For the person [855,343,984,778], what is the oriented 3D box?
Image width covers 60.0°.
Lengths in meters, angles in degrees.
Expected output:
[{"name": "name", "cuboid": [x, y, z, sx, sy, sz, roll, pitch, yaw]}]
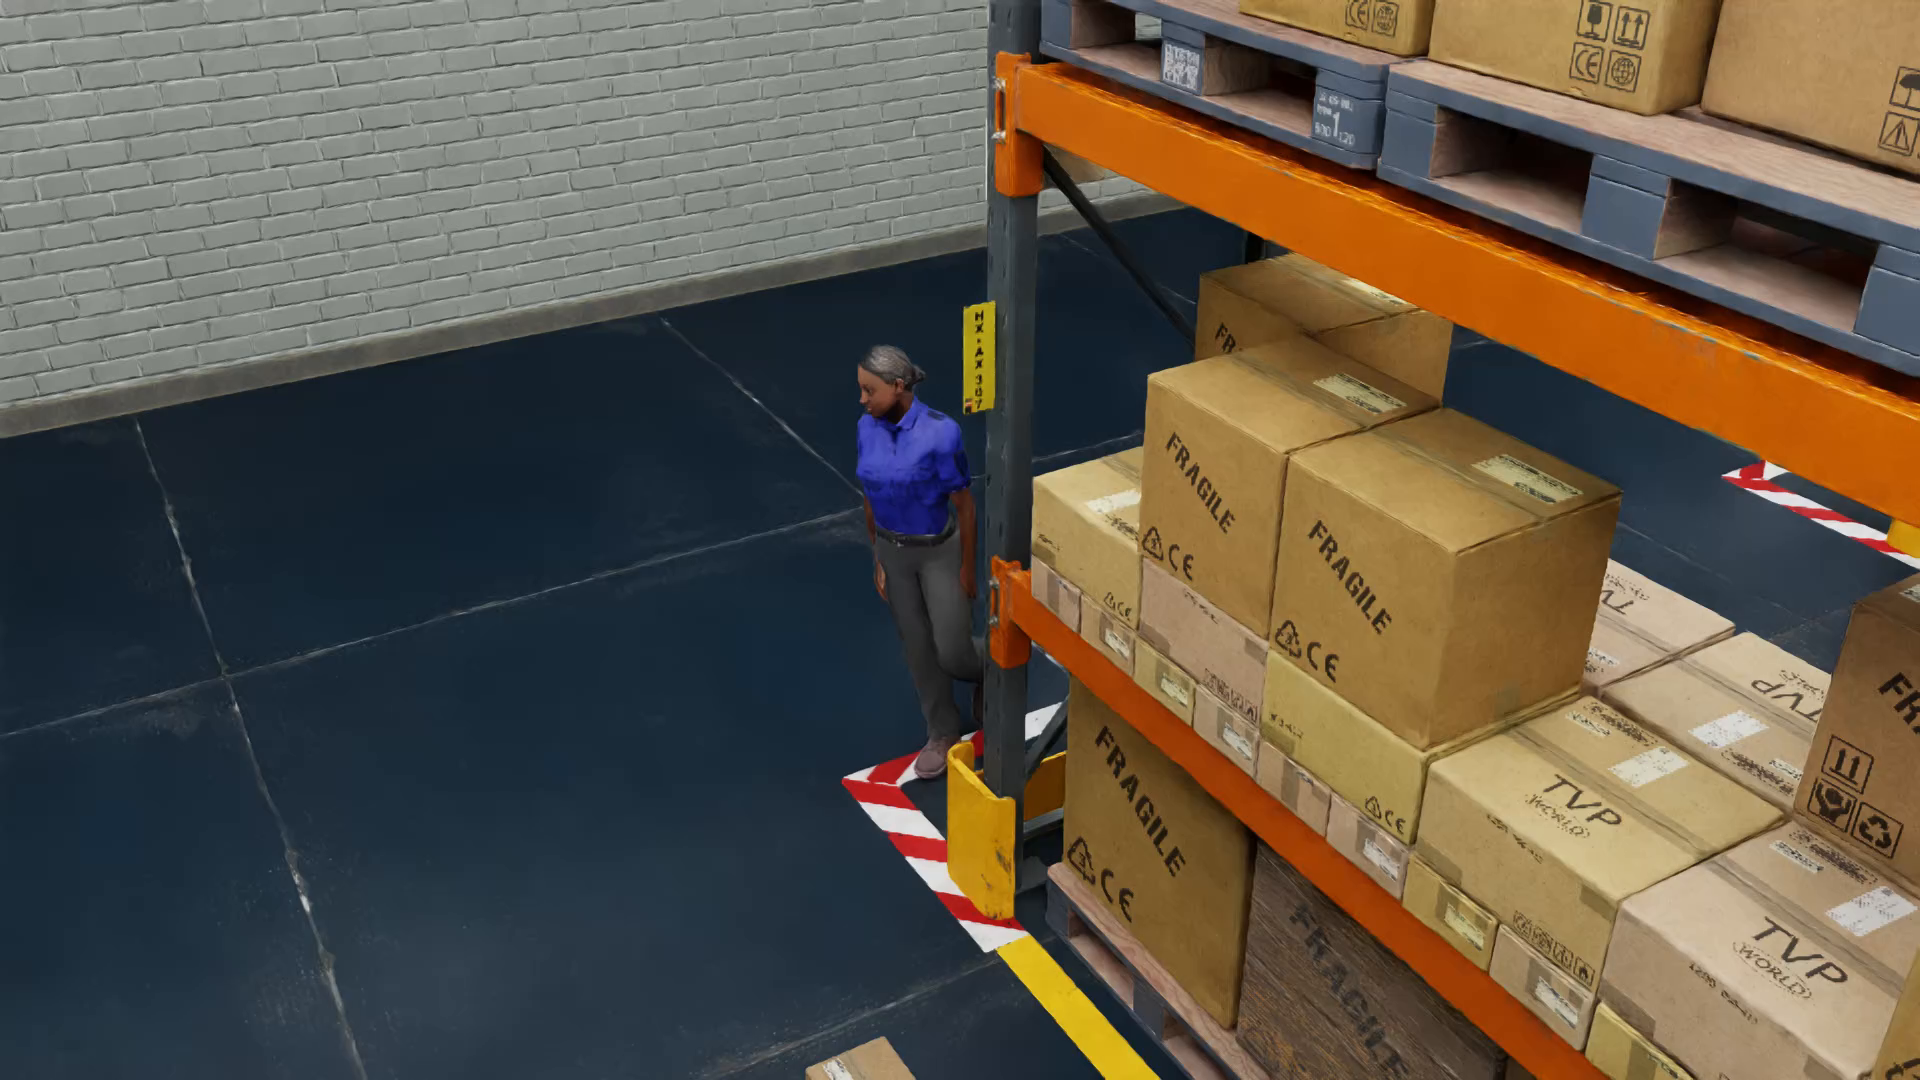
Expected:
[{"name": "person", "cuboid": [-0.121, 0.047, 6.055, 0.525, 1.631, 0.537, 14, 32, 23]}]
